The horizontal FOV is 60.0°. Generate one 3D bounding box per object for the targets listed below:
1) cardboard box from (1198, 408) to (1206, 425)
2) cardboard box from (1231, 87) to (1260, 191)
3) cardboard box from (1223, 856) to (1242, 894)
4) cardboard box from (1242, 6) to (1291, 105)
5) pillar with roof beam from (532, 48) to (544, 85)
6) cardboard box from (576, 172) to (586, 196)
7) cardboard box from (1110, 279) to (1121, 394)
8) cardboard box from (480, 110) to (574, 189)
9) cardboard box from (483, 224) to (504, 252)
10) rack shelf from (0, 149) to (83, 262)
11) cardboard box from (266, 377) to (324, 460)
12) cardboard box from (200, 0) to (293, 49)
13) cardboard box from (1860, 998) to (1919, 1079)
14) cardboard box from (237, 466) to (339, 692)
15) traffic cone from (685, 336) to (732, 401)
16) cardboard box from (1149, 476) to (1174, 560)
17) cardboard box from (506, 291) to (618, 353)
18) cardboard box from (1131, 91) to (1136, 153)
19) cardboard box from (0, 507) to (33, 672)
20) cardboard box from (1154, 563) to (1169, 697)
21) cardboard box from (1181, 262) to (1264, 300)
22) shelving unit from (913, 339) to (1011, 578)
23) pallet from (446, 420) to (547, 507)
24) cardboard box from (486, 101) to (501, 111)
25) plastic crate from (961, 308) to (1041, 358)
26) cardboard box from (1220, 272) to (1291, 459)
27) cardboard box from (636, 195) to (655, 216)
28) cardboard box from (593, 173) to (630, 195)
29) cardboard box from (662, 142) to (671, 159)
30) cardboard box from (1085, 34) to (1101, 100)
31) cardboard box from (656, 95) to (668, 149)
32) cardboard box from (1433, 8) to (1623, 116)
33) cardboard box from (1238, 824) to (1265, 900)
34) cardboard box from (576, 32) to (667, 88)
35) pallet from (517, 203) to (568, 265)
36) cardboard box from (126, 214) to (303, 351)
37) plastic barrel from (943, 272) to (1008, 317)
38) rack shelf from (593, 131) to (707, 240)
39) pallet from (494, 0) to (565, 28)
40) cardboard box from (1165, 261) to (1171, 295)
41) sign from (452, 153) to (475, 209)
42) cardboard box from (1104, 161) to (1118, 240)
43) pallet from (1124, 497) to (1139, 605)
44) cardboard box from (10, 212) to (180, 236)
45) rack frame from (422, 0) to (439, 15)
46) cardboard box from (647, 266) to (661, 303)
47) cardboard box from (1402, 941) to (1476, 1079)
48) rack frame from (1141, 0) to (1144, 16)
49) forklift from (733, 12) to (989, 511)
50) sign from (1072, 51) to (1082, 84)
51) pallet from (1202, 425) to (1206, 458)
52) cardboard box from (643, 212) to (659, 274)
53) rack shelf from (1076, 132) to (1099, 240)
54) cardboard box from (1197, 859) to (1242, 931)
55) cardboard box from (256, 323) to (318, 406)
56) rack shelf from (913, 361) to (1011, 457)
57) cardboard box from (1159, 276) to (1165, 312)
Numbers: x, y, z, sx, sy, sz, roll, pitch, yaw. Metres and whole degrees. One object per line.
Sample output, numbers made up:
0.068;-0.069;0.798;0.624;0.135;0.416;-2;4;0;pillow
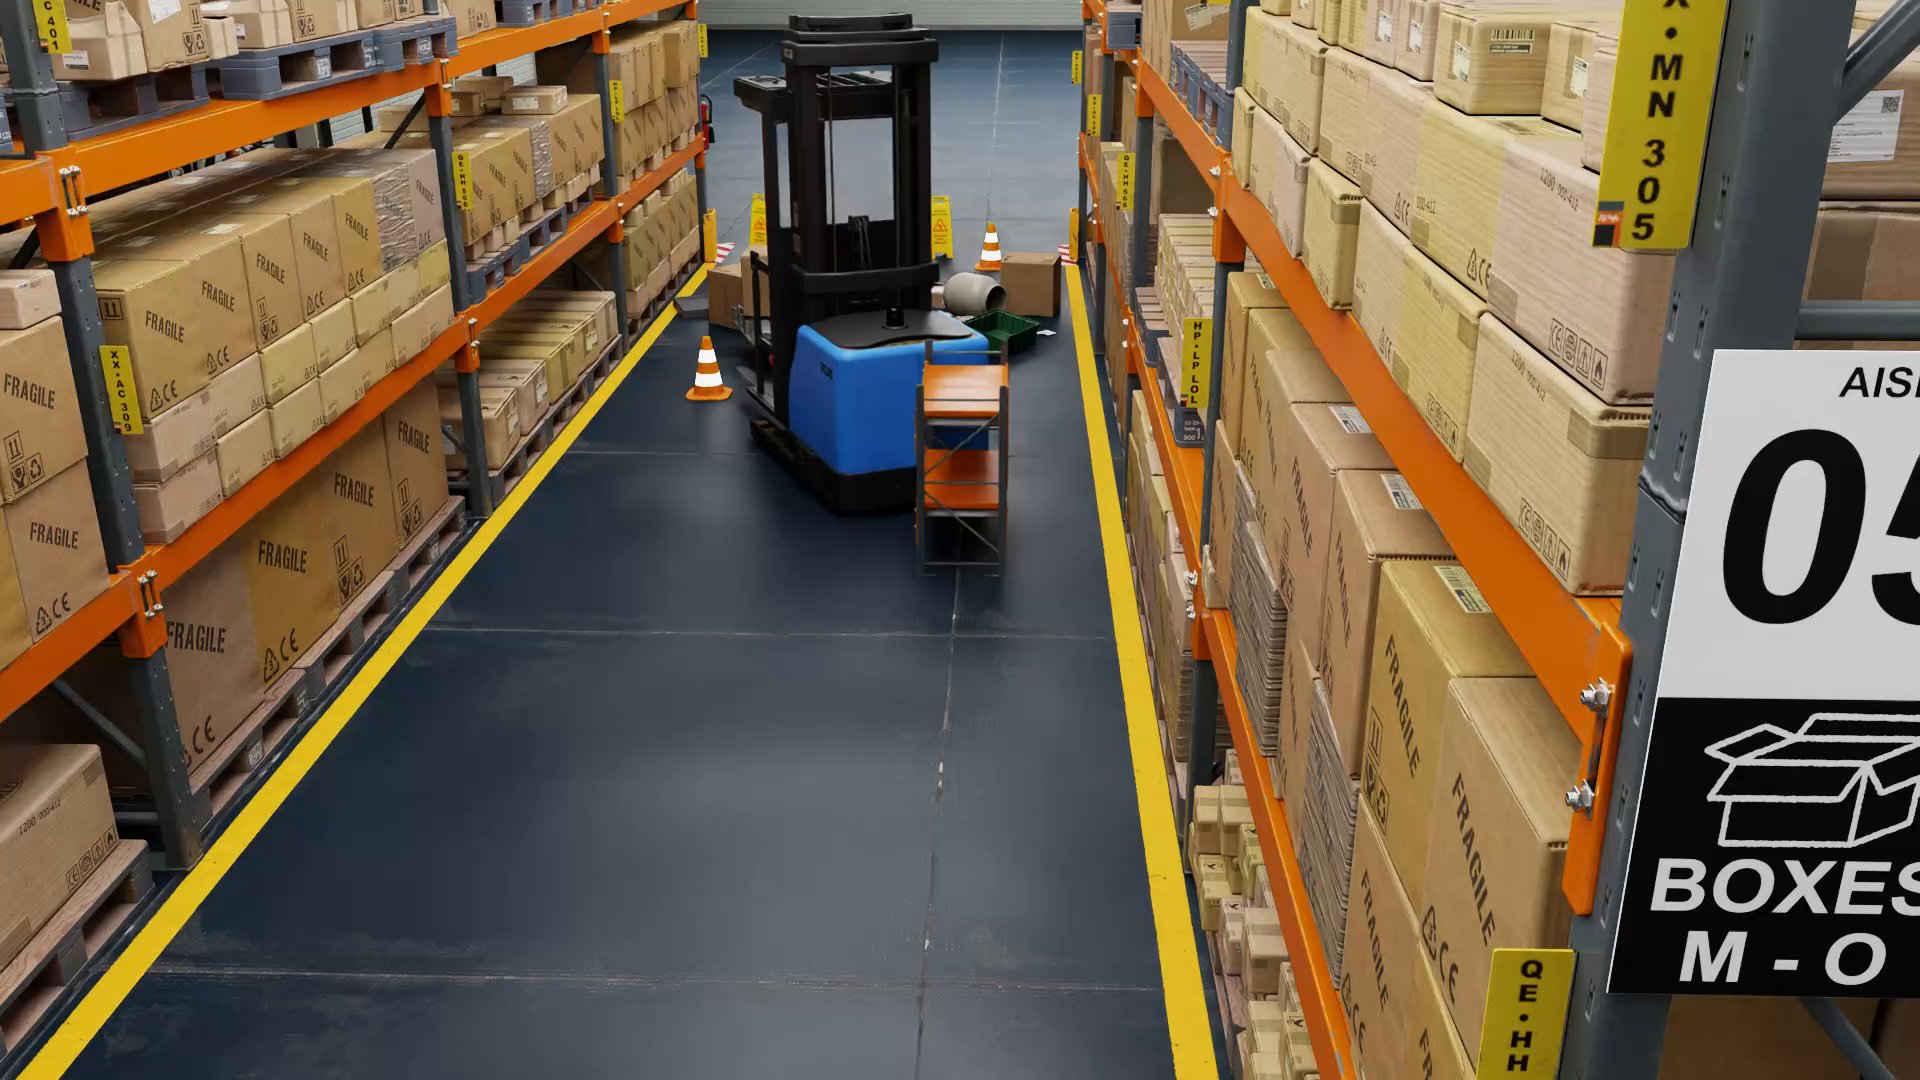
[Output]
1.232;-0.581;7.147;0.380;0.149;0.250;0;21;-1;cardboard box
1.115;-1.246;5.155;0.500;0.250;0.500;2;21;4;cardboard box
1.144;1.132;5.913;0.380;0.149;0.250;1;21;2;cardboard box
1.138;-1.472;5.047;0.500;0.250;0.500;1;21;3;cardboard box
-4.226;-13.508;32.403;9.100;9.000;0.400;1;21;2;pillar with roof beam
-3.052;-2.694;12.591;0.380;0.149;0.250;0;21;1;cardboard box
1.674;-1.548;12.400;1.050;0.750;0.750;1;21;2;cardboard box
-3.135;-2.838;12.068;0.500;0.500;0.500;1;21;3;cardboard box
-3.144;-1.941;10.651;0.380;0.149;0.250;-1;21;-2;cardboard box
-3.619;-0.440;3.864;1.077;0.370;4.000;1;21;2;rack shelf
-3.235;-0.559;7.530;0.500;0.250;0.500;0;21;1;cardboard box
-3.152;-2.289;7.239;0.396;0.266;0.258;2;21;6;cardboard box
1.550;0.553;2.525;0.500;0.500;0.500;1;21;1;cardboard box
-3.599;0.143;7.871;0.875;0.875;0.875;1;21;3;cardboard box
-1.953;-1.346;12.859;0.336;0.463;0.334;1;21;2;traffic cone
1.194;-0.111;8.008;0.500;0.250;0.500;0;21;-1;cardboard box
-3.328;-1.774;13.506;0.950;0.372;0.625;1;21;2;cardboard box
1.598;-2.939;11.937;0.700;0.500;0.500;1;21;2;cardboard box
-3.327;0.210;5.203;0.500;0.500;0.500;0;21;0;cardboard box
1.180;0.431;7.645;0.500;0.500;0.500;0;21;0;cardboard box
1.268;-1.244;8.034;0.380;0.149;0.250;1;21;3;cardboard box
0.025;-0.500;9.762;0.538;1.125;1.048;1;21;2;shelving unit
-3.411;-0.529;11.100;1.003;0.211;1.213;1;21;2;pallet
-3.630;-3.026;12.552;0.500;0.500;0.500;1;21;2;cardboard box
0.332;-1.768;14.246;0.450;0.188;0.662;23;29;25;plastic crate
1.136;-0.573;5.428;0.500;0.500;0.500;1;21;3;cardboard box
-2.949;-2.999;14.900;0.380;0.149;0.250;1;21;4;cardboard box
-2.984;-2.986;13.925;0.380;0.149;0.250;1;21;1;cardboard box
-2.959;-3.721;15.820;0.380;0.149;0.250;0;21;1;cardboard box
1.630;-4.460;15.676;0.875;0.550;0.550;1;21;2;cardboard box
-3.007;-3.880;15.333;0.500;0.500;0.500;1;21;2;cardboard box
1.000;-0.784;2.722;0.380;0.149;0.250;1;21;2;cardboard box
1.149;1.087;5.619;0.380;0.149;0.250;0;21;1;cardboard box
-3.080;-4.356;15.177;0.700;0.500;0.500;1;21;1;cardboard box
-3.417;-2.173;11.748;1.003;0.211;1.213;1;21;2;pallet
-3.252;-1.134;7.286;0.500;0.500;0.500;0;21;0;cardboard box
0.137;-2.201;15.116;0.512;0.421;0.421;18;27;38;plastic barrel
-3.254;-3.380;15.589;1.077;0.370;4.000;1;21;2;rack shelf
-3.468;-3.707;11.548;1.213;0.211;1.003;1;21;2;pallet
1.288;-1.379;8.791;0.380;0.149;0.250;0;21;0;cardboard box
-2.881;-2.081;9.646;0.100;0.325;0.005;1;21;2;sign
1.319;-2.471;12.112;0.500;0.500;0.500;1;21;1;cardboard box
1.489;0.054;9.598;1.003;0.211;1.213;1;21;2;pallet
-3.752;-1.148;7.319;0.500;0.500;0.500;1;21;3;cardboard box
-3.436;-4.343;8.783;1.000;3.000;0.127;1;21;2;rack frame
-3.022;-2.310;15.057;0.500;0.250;0.500;2;21;5;cardboard box
1.028;1.013;2.721;0.500;0.500;0.500;1;21;3;cardboard box
1.515;-4.325;8.737;1.000;3.000;0.127;1;21;2;rack frame
-0.841;-2.041;11.238;1.130;2.935;3.031;-9;23;-21;forklift
1.203;-4.870;17.127;0.100;0.325;0.005;1;21;2;sign
1.562;-0.268;6.837;1.003;0.211;1.213;1;21;2;pallet
-3.022;-2.660;14.922;0.500;0.500;0.500;1;21;4;cardboard box
1.697;-3.363;15.543;1.077;0.370;4.000;1;21;2;rack shelf
1.053;1.275;5.956;0.380;0.149;0.250;1;21;3;cardboard box
-3.233;-0.790;7.435;0.500;0.250;0.500;1;21;2;cardboard box
0.025;-0.773;9.656;0.538;0.278;1.000;1;21;2;rack shelf
1.291;-1.351;9.130;0.380;0.149;0.250;2;21;4;cardboard box
